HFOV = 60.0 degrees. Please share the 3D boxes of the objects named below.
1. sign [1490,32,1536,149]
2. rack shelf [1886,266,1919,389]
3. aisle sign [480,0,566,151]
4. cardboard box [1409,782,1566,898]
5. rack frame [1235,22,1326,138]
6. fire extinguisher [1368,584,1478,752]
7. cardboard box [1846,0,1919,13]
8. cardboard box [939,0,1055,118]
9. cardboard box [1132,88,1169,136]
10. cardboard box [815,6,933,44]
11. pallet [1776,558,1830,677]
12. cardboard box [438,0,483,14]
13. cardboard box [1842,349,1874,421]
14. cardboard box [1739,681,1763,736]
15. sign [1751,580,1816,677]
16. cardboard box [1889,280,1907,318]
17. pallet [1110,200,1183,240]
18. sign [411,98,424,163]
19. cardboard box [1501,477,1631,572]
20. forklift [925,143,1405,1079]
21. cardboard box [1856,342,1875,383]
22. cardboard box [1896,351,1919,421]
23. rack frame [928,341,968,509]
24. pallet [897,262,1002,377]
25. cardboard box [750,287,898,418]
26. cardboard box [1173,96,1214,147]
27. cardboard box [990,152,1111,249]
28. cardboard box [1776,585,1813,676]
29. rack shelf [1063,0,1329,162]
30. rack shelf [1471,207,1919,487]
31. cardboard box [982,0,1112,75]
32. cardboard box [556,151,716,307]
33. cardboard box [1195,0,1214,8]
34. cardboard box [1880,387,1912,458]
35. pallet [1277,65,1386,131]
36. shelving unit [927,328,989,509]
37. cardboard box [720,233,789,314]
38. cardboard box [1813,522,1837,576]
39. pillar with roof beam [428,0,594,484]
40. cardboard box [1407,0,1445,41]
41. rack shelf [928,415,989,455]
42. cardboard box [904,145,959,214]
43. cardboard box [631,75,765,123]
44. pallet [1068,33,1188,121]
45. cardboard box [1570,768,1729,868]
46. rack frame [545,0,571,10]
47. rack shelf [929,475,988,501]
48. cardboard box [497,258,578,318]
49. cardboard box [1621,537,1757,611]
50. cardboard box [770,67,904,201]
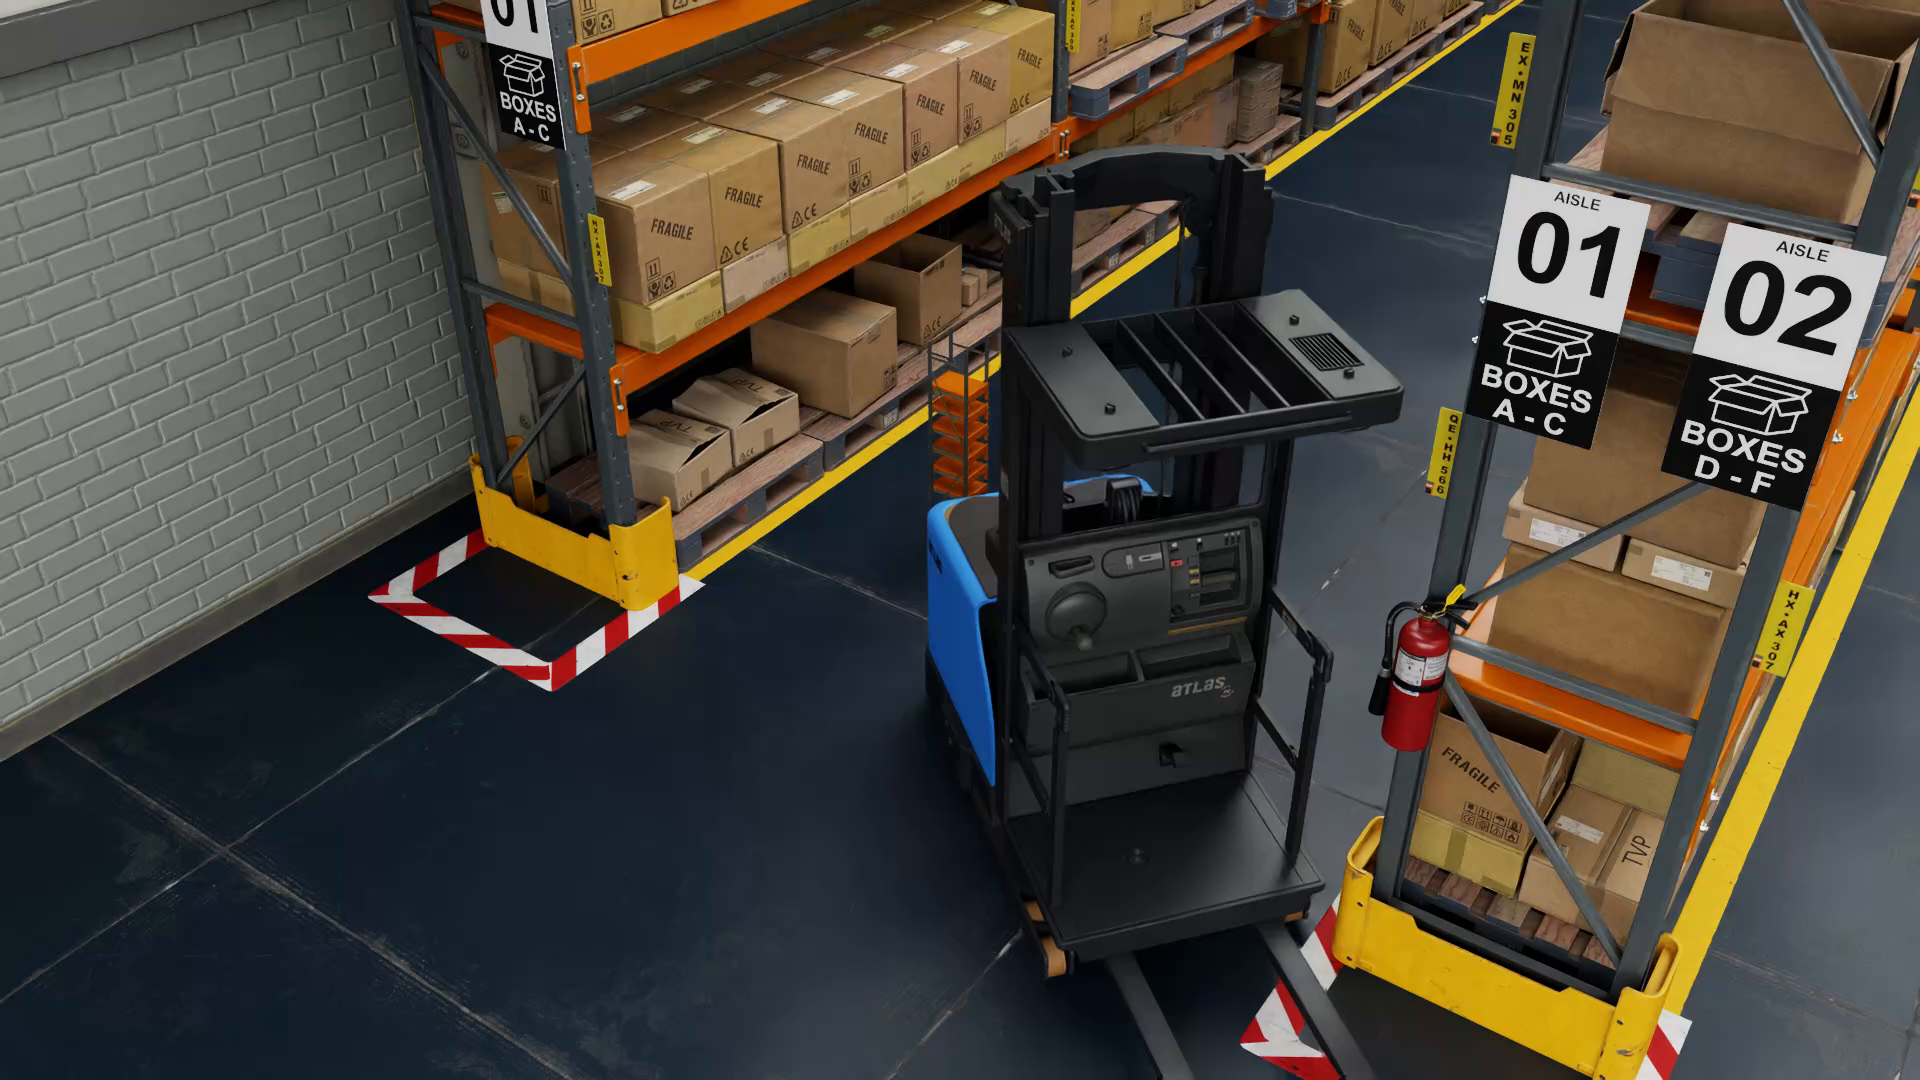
[{"bbox_3d":[1.587,-1.276,4.737,0.100,0.325,0.005,21,39,28],"label":"sign"},{"bbox_3d":[5.446,-1.983,9.822,1.077,0.370,4.000,21,39,28],"label":"rack shelf"},{"bbox_3d":[-1.841,-2.048,6.956,0.394,0.787,0.004,21,39,28],"label":"aisle sign"},{"bbox_3d":[2.088,1.104,6.695,0.500,0.250,0.500,21,39,28],"label":"cardboard box"},{"bbox_3d":[2.515,-4.782,13.319,1.000,3.000,0.127,21,39,28],"label":"rack frame"},{"bbox_3d":[1.576,0.418,5.698,0.296,0.674,0.183,21,39,28],"label":"fire extinguisher"},{"bbox_3d":[3.196,-1.713,5.514,0.500,0.500,0.500,21,39,28],"label":"cardboard box"},{"bbox_3d":[0.218,-2.882,9.956,0.500,0.500,0.500,21,39,28],"label":"cardboard box"},{"bbox_3d":[1.182,-3.187,12.130,0.500,0.250,0.500,20,39,27],"label":"cardboard box"},{"bbox_3d":[-0.504,-2.811,9.852,0.500,0.500,0.500,21,39,28],"label":"cardboard box"},{"bbox_3d":[3.818,0.147,8.520,1.003,0.211,1.213,21,39,28],"label":"pallet"},{"bbox_3d":[-2.017,-2.665,7.405,0.500,0.500,0.500,24,41,31],"label":"cardboard box"},{"bbox_3d":[3.762,-0.951,7.565,0.700,0.500,0.500,21,39,28],"label":"cardboard box"},{"bbox_3d":[3.071,0.494,6.928,0.500,0.500,0.500,21,39,28],"label":"cardboard box"},{"bbox_3d":[2.477,0.269,5.007,0.100,0.325,0.005,21,39,28],"label":"sign"},{"bbox_3d":[3.888,-1.121,7.238,0.380,0.149,0.250,21,39,28],"label":"cardboard box"},{"bbox_3d":[1.372,-2.709,12.742,1.003,0.211,1.213,21,39,28],"label":"pallet"},{"bbox_3d":[-2.491,-1.897,7.738,0.100,0.325,0.005,21,39,28],"label":"sign"},{"bbox_3d":[2.086,-0.067,5.678,0.380,0.149,0.250,21,39,27],"label":"cardboard box"},{"bbox_3d":[0.749,0.225,5.977,1.130,2.935,3.031,-9,35,-14],"label":"forklift"},{"bbox_3d":[3.452,-0.770,6.718,0.380,0.149,0.250,23,40,30],"label":"cardboard box"},{"bbox_3d":[5.036,-0.967,9.257,0.500,0.311,0.500,21,39,28],"label":"cardboard box"},{"bbox_3d":[-0.060,-0.448,8.517,0.240,1.200,0.006,21,39,28],"label":"rack frame"},{"bbox_3d":[-0.120,-1.466,10.904,1.003,0.211,1.213,21,39,28],"label":"pallet"},{"bbox_3d":[-0.794,-1.121,9.744,0.700,0.500,0.500,19,38,25],"label":"cardboard box"},{"bbox_3d":[1.498,-3.143,12.734,0.700,0.500,0.500,21,39,28],"label":"cardboard box"},{"bbox_3d":[0.640,-2.432,11.683,0.700,0.500,0.500,23,40,30],"label":"cardboard box"},{"bbox_3d":[3.654,0.349,7.811,0.500,0.250,0.500,21,39,28],"label":"cardboard box"},{"bbox_3d":[1.374,-3.564,12.160,1.077,0.370,4.000,21,39,28],"label":"rack shelf"},{"bbox_3d":[3.165,-1.385,6.260,1.077,0.370,4.000,21,39,28],"label":"rack shelf"},{"bbox_3d":[0.552,-3.388,10.776,0.700,0.500,0.500,21,40,28],"label":"cardboard box"},{"bbox_3d":[-1.528,-1.481,7.884,0.500,0.500,0.500,21,39,28],"label":"cardboard box"},{"bbox_3d":[1.563,-4.206,11.985,0.700,0.500,0.500,21,39,28],"label":"cardboard box"},{"bbox_3d":[5.032,-0.737,9.417,0.500,0.250,0.500,22,40,29],"label":"cardboard box"},{"bbox_3d":[3.026,-3.966,14.601,1.003,0.211,1.213,21,39,28],"label":"pallet"},{"bbox_3d":[-0.008,-0.490,8.580,0.258,1.200,0.189,21,39,28],"label":"shelving unit"},{"bbox_3d":[-1.223,-1.413,8.454,0.500,0.250,0.500,20,39,27],"label":"cardboard box"},{"bbox_3d":[3.926,-0.197,7.949,0.500,0.500,0.500,21,39,28],"label":"cardboard box"},{"bbox_3d":[1.178,-2.809,5.046,9.100,9.000,0.400,21,39,28],"label":"pillar with roof beam"},{"bbox_3d":[4.027,-5.156,15.416,0.750,0.750,0.750,23,40,30],"label":"cardboard box"},{"bbox_3d":[-0.008,-0.553,8.537,0.258,0.103,0.180,21,39,28],"label":"rack shelf"},{"bbox_3d":[-0.352,-2.109,9.483,0.500,0.250,0.500,21,39,28],"label":"cardboard box"},{"bbox_3d":[-1.366,-2.110,8.814,0.500,0.500,0.500,20,39,27],"label":"cardboard box"},{"bbox_3d":[0.789,-3.167,11.102,1.003,0.211,1.213,21,39,28],"label":"pallet"},{"bbox_3d":[2.795,1.038,6.792,0.500,0.250,0.500,21,39,28],"label":"cardboard box"},{"bbox_3d":[-2.047,-3.585,6.194,1.000,3.000,0.127,21,39,28],"label":"rack frame"},{"bbox_3d":[-0.008,-0.255,8.739,0.258,0.103,0.180,21,39,28],"label":"rack shelf"},{"bbox_3d":[-1.940,-1.324,8.321,0.500,0.250,0.500,22,40,29],"label":"cardboard box"},{"bbox_3d":[2.425,0.058,5.493,0.380,0.149,0.250,21,39,28],"label":"cardboard box"},{"bbox_3d":[-0.653,-2.182,8.921,0.500,0.500,0.500,23,40,30],"label":"cardboard box"}]
